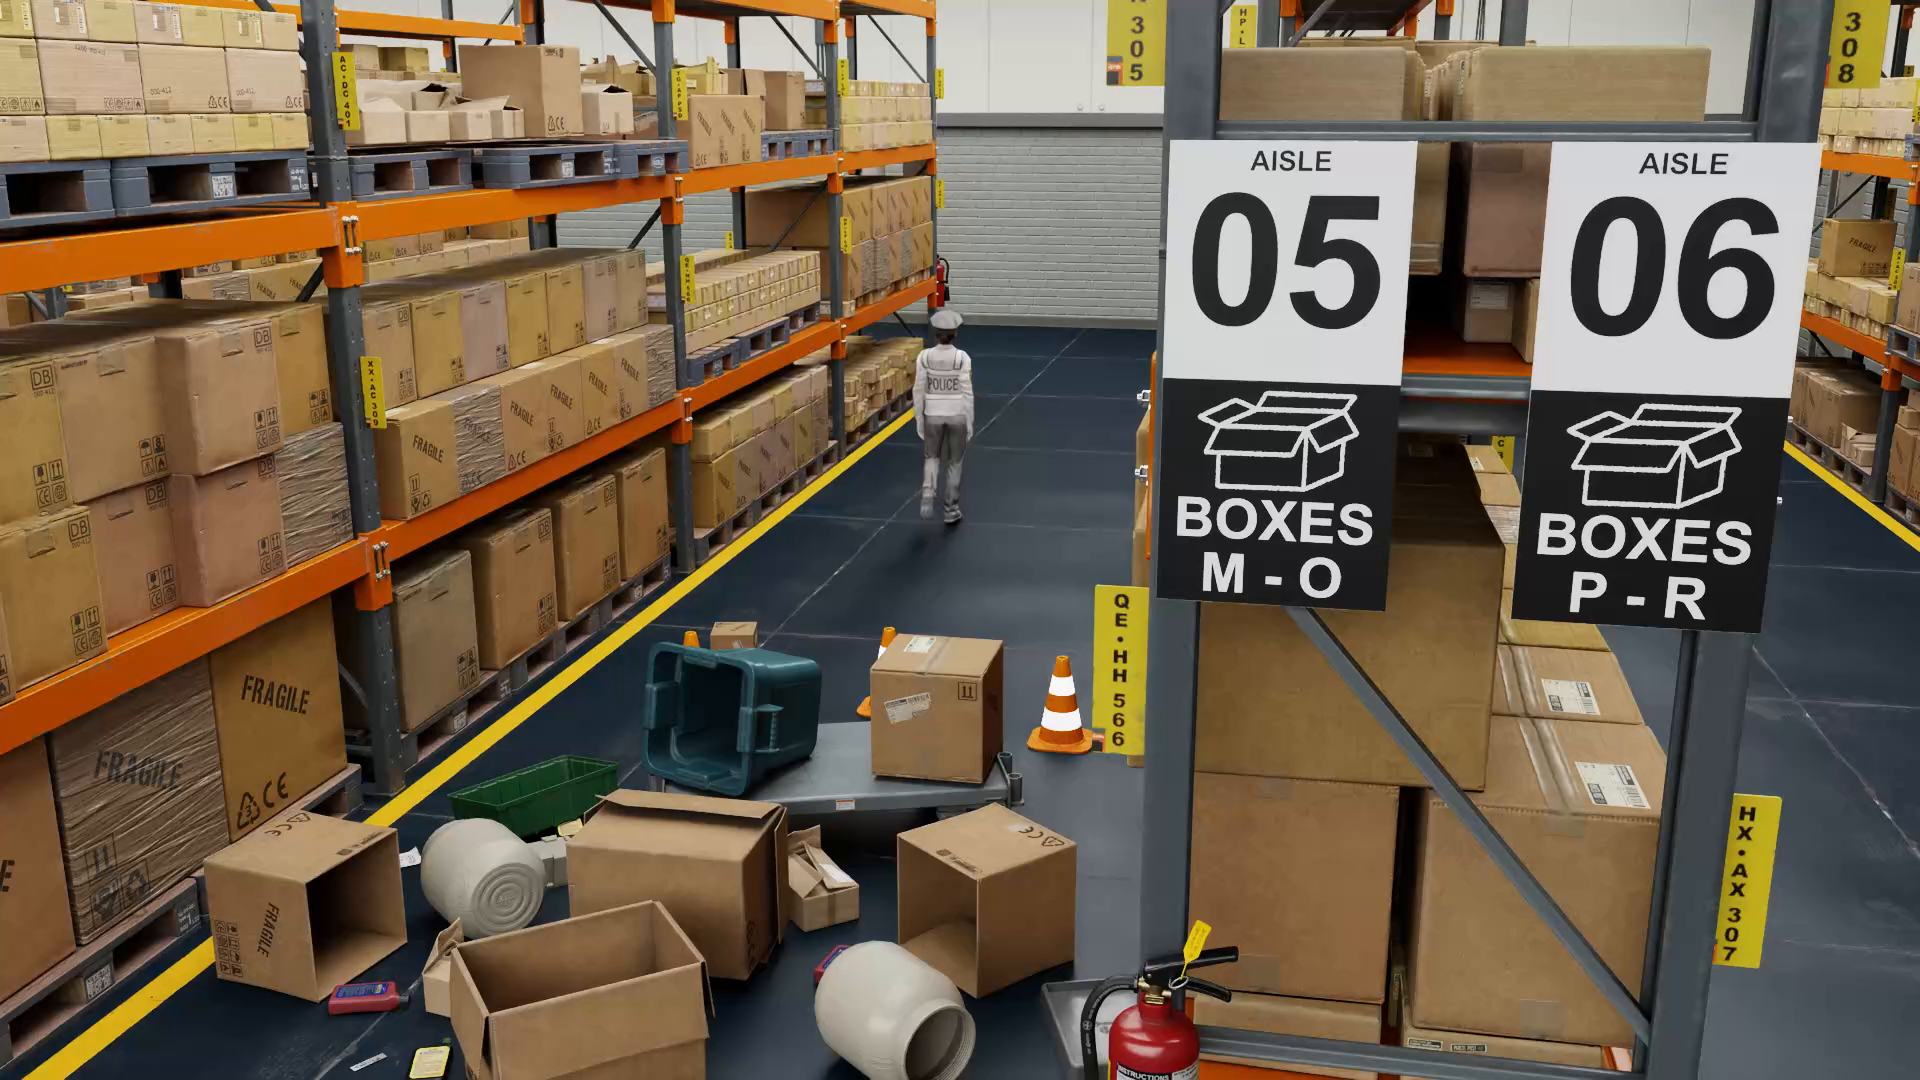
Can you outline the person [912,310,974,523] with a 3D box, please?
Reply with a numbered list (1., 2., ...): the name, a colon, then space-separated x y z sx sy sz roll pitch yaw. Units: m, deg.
1. person: -0.131 -0.942 12.946 0.484 1.678 0.535 3 15 10
